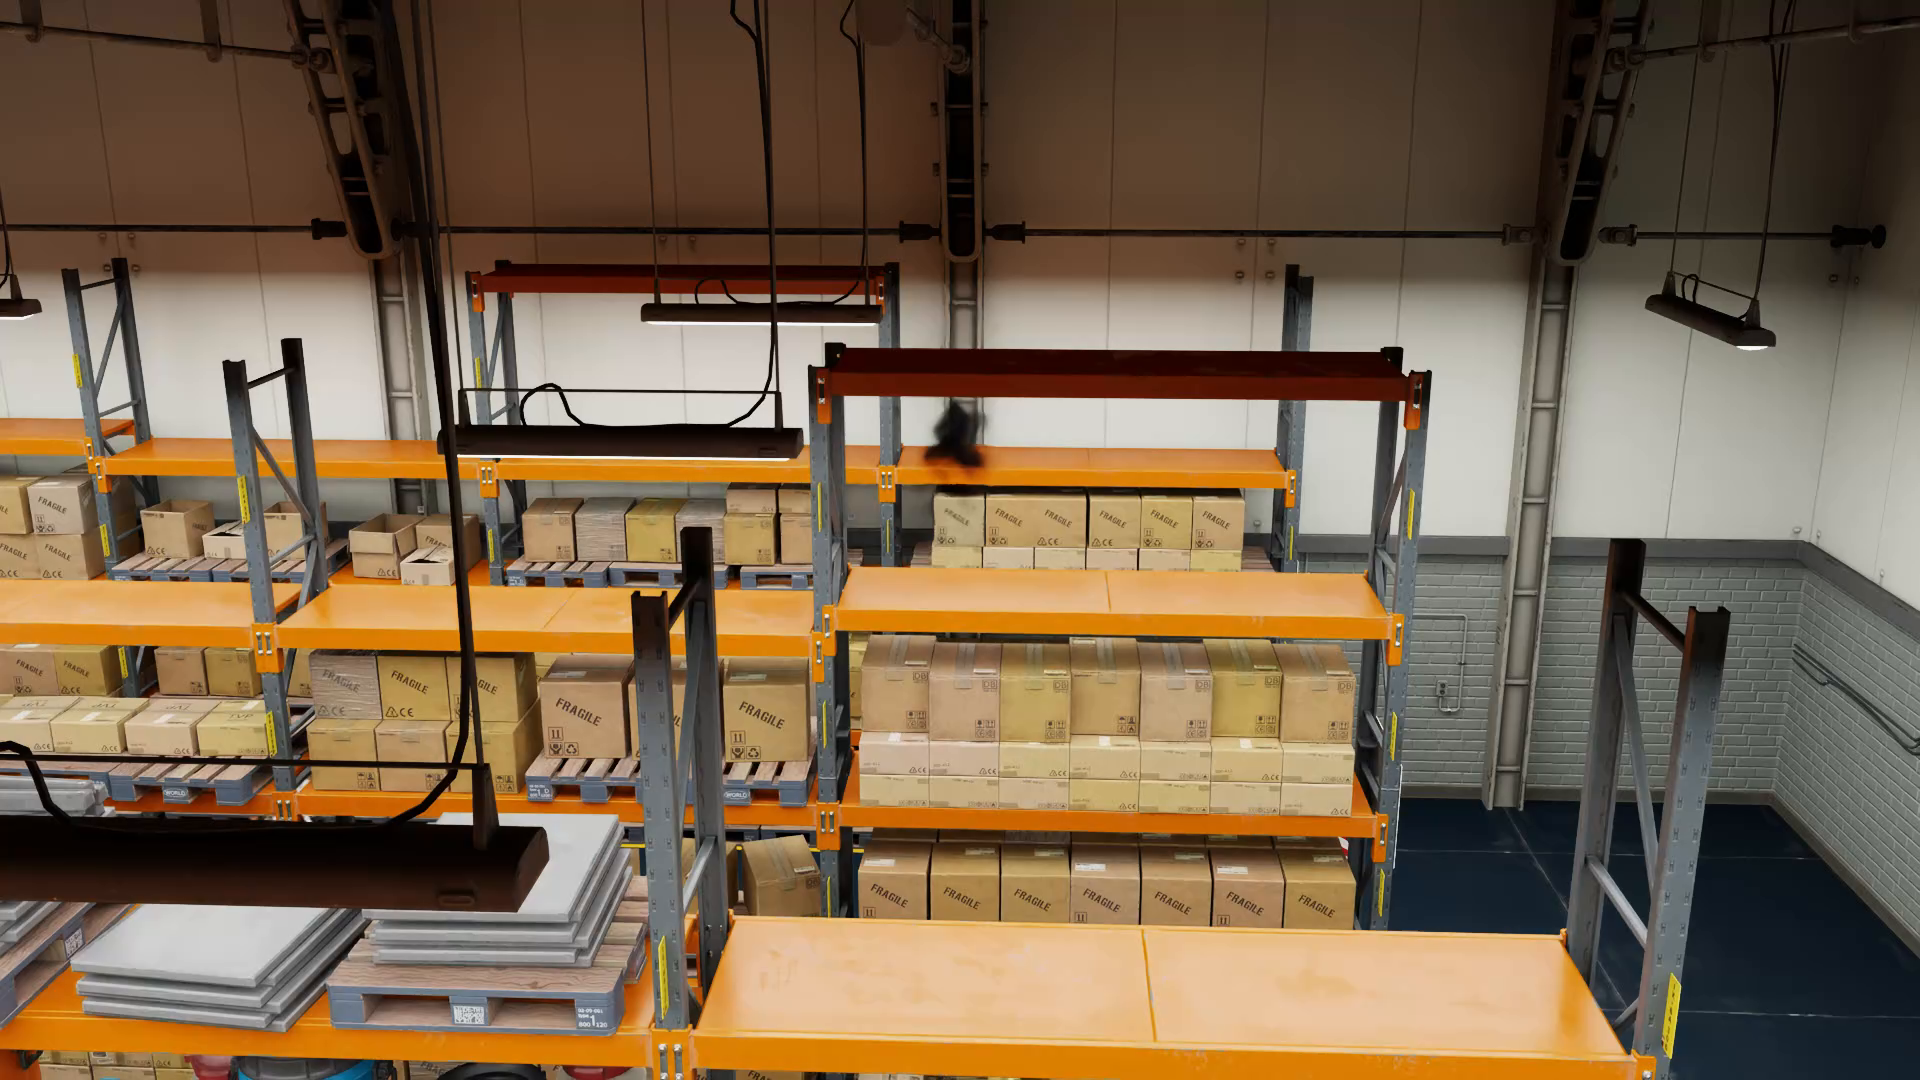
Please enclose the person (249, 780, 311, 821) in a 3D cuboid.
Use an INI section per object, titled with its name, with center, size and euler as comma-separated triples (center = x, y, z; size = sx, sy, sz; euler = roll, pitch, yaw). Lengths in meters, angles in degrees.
[person]
center = -6.334, 2.870, 15.801
size = 0.727, 1.668, 0.590
euler = -2, 16, -6
